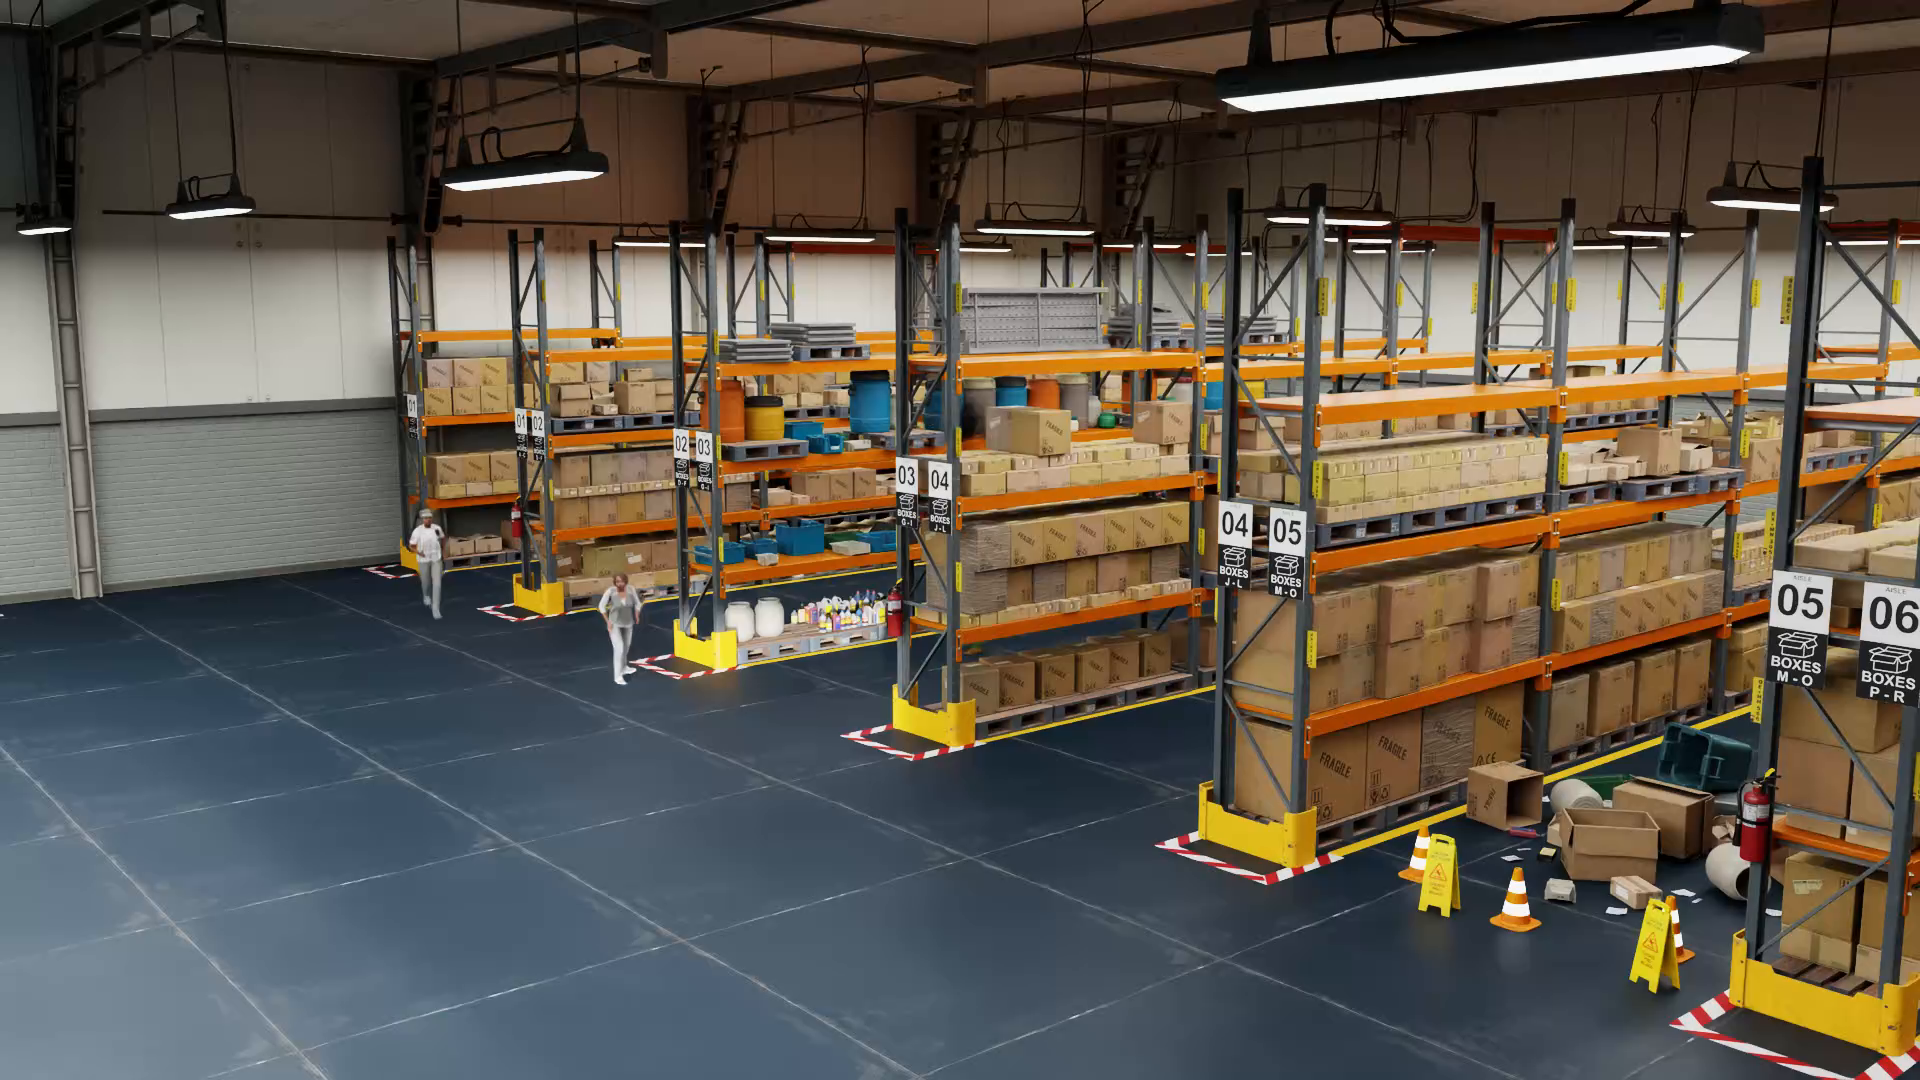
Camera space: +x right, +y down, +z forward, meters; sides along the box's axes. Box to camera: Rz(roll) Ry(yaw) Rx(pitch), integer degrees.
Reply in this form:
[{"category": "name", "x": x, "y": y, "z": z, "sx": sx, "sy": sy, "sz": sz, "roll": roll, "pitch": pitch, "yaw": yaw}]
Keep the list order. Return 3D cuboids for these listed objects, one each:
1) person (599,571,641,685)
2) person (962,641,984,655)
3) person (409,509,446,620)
[{"category": "person", "x": -4.396, "y": 1.133, "z": 21.665, "sx": 0.586, "sy": 1.485, "sz": 0.809, "roll": -7, "pitch": 11, "yaw": -37}, {"category": "person", "x": 0.213, "y": 0.798, "z": 23.216, "sx": 0.552, "sy": 1.689, "sz": 0.763, "roll": -6, "pitch": 11, "yaw": -35}, {"category": "person", "x": -8.328, "y": 0.344, "z": 26.084, "sx": 0.589, "sy": 1.709, "sz": 0.882, "roll": -4, "pitch": 10, "yaw": -25}]
